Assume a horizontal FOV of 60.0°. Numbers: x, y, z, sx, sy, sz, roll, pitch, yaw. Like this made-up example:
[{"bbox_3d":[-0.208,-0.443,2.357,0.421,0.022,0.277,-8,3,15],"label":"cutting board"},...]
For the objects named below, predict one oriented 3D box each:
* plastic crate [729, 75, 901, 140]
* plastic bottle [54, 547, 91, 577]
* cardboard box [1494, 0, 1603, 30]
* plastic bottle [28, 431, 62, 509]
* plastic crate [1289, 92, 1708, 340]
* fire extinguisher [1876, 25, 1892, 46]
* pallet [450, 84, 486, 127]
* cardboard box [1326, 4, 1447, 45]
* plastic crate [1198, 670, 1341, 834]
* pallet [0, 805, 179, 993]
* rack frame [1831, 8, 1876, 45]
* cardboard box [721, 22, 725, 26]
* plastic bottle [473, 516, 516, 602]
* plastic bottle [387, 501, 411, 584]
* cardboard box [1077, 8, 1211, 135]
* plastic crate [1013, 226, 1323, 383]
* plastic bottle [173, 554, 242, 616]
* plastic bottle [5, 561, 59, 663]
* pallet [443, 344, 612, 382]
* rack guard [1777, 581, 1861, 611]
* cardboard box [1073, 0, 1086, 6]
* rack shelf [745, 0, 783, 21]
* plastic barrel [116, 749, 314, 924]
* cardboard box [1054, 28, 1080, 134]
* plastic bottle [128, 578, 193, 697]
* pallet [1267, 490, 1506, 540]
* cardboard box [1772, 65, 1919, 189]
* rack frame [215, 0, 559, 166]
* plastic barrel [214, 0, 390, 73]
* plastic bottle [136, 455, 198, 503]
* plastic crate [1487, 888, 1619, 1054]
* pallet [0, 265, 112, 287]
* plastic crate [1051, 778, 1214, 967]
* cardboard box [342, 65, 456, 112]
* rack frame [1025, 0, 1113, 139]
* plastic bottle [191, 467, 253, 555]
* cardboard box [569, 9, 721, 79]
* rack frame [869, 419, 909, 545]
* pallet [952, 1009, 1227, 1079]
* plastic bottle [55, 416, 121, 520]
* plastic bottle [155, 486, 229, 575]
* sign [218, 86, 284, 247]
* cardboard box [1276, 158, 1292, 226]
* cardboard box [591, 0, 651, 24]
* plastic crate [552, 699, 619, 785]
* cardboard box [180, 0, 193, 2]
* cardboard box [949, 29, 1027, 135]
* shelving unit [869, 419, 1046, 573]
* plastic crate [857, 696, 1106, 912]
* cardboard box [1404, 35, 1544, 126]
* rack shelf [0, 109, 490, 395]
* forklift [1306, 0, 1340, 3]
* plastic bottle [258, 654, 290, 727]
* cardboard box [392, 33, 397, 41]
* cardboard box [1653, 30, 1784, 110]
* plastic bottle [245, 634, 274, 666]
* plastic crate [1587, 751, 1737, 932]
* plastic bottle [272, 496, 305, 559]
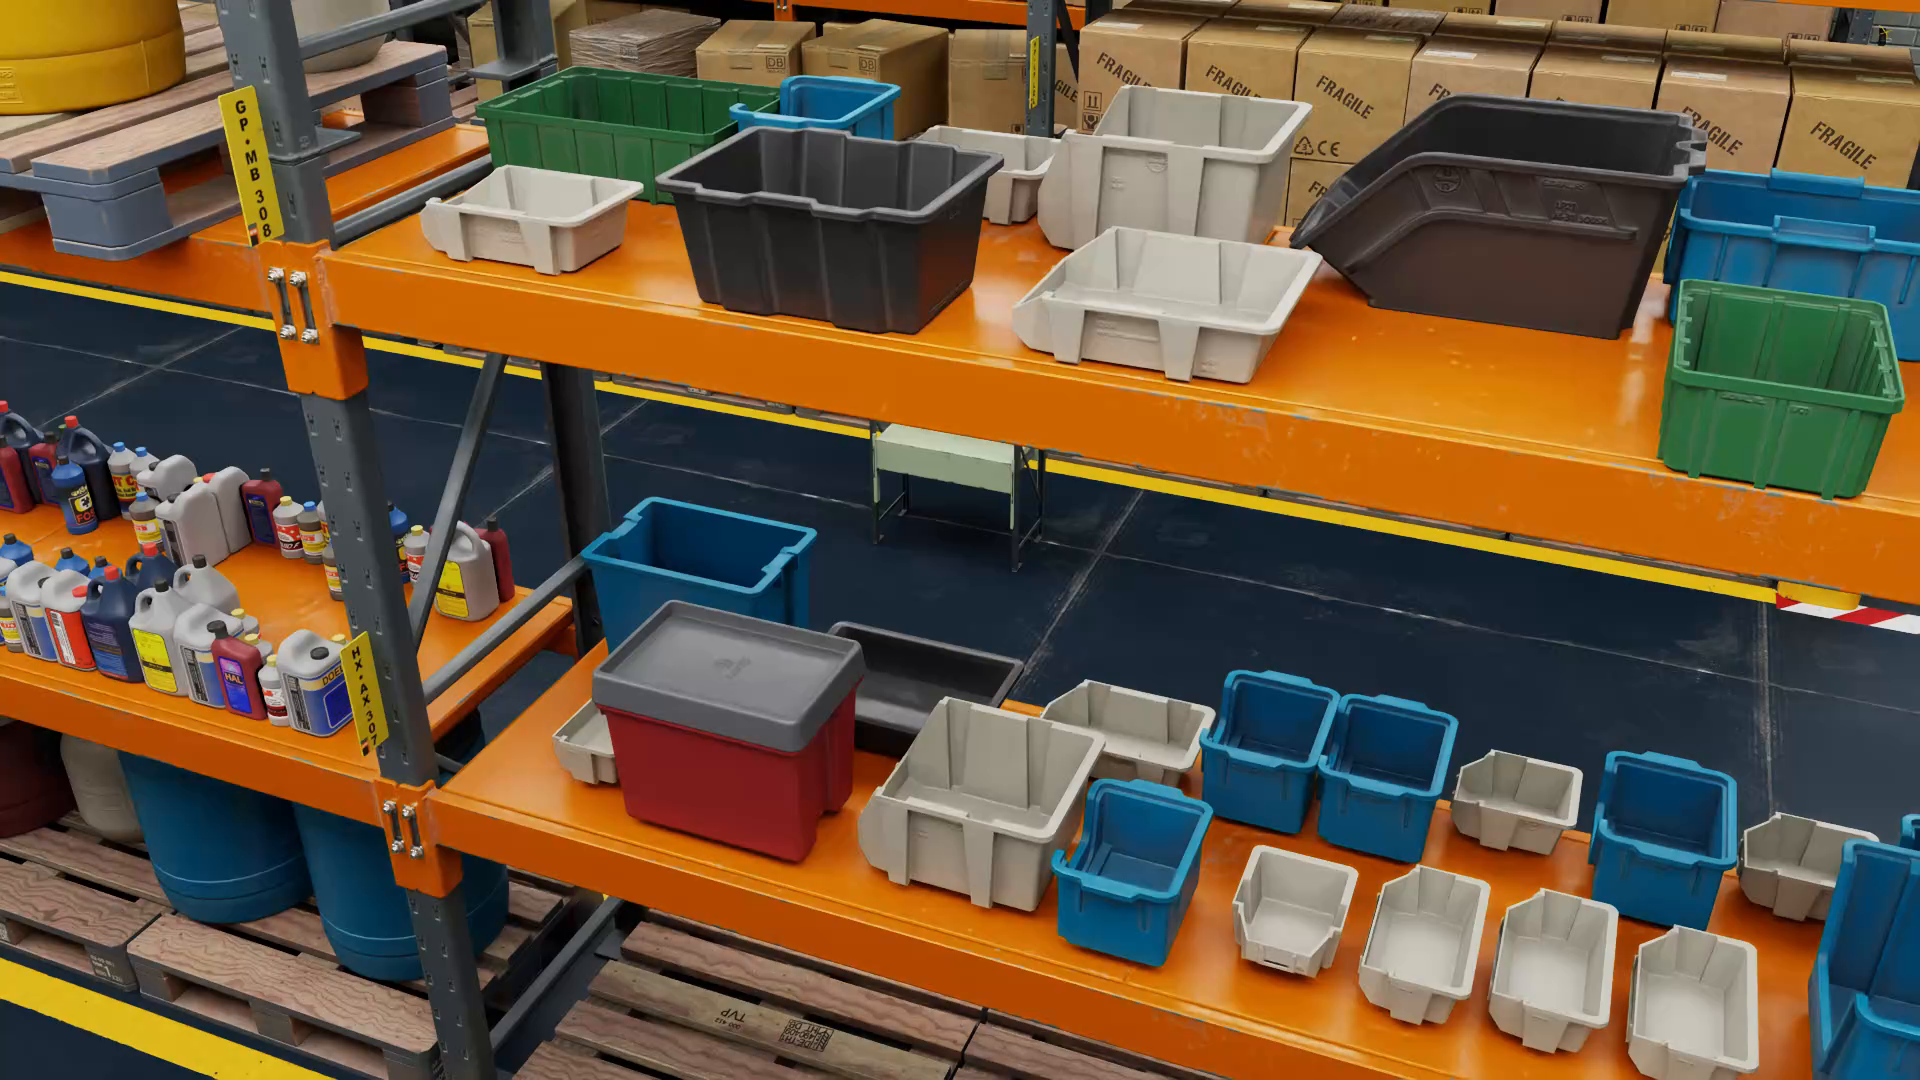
[{"bbox_3d":[-0.340,-0.947,3.999,0.300,0.233,0.416,11,31,19],"label":"plastic crate"},{"bbox_3d":[-2.691,0.147,5.072,0.097,0.271,0.097,0,29,0],"label":"plastic bottle"},{"bbox_3d":[4.270,-4.009,11.990,0.700,0.700,0.980,10,31,17],"label":"cardboard box"},{"bbox_3d":[-3.144,-0.248,5.759,0.133,0.283,0.061,11,31,19],"label":"plastic bottle"},{"bbox_3d":[1.091,-0.684,3.426,0.767,0.338,0.504,11,31,19],"label":"plastic crate"},{"bbox_3d":[6.094,-3.080,11.108,0.183,0.674,0.296,11,31,19],"label":"fire extinguisher"},{"bbox_3d":[-2.490,-2.558,9.922,1.003,0.211,1.213,11,31,19],"label":"pallet"},{"bbox_3d":[2.071,-2.311,8.173,0.500,0.500,0.500,12,31,20],"label":"cardboard box"},{"bbox_3d":[0.800,0.555,4.329,0.300,0.233,0.416,11,31,19],"label":"plastic crate"},{"bbox_3d":[-3.137,1.090,6.107,1.213,0.211,1.003,11,31,19],"label":"pallet"},{"bbox_3d":[6.128,-3.514,11.419,0.127,3.000,1.000,11,31,19],"label":"rack frame"},{"bbox_3d":[-2.406,-4.355,15.000,0.500,0.500,0.700,11,31,19],"label":"cardboard box"},{"bbox_3d":[-1.483,0.051,5.229,0.133,0.283,0.061,11,31,19],"label":"plastic bottle"},{"bbox_3d":[-1.811,0.001,5.331,0.097,0.271,0.097,0,29,0],"label":"plastic bottle"},{"bbox_3d":[0.893,-2.258,8.079,0.500,0.500,0.500,12,32,20],"label":"cardboard box"},{"bbox_3d":[0.395,-0.457,3.230,0.530,0.136,0.437,11,31,19],"label":"plastic crate"},{"bbox_3d":[-2.224,0.198,4.902,0.185,0.351,0.144,11,31,19],"label":"plastic bottle"},{"bbox_3d":[-2.721,0.206,4.964,0.135,0.276,0.152,11,31,19],"label":"plastic bottle"},{"bbox_3d":[-2.467,-1.365,10.451,1.213,0.211,1.003,11,31,19],"label":"pallet"},{"bbox_3d":[4.198,-0.181,8.062,0.348,0.500,1.175,11,31,19],"label":"rack guard"},{"bbox_3d":[1.067,-4.289,13.025,0.250,0.149,0.380,11,31,19],"label":"cardboard box"},{"bbox_3d":[-3.139,-5.051,14.869,4.000,0.370,1.077,11,31,19],"label":"rack shelf"},{"bbox_3d":[-2.458,0.754,5.573,0.708,0.901,0.600,11,31,19],"label":"plastic barrel"},{"bbox_3d":[0.945,-3.725,13.550,0.750,0.750,0.750,12,32,21],"label":"cardboard box"},{"bbox_3d":[-2.278,0.264,4.785,0.185,0.351,0.144,11,31,19],"label":"plastic bottle"},{"bbox_3d":[2.333,-0.428,8.794,1.213,0.211,1.003,11,31,19],"label":"pallet"},{"bbox_3d":[3.753,-1.691,7.075,0.500,0.500,0.500,11,31,19],"label":"cardboard box"},{"bbox_3d":[-1.304,-2.349,3.260,0.127,3.000,1.000,11,31,19],"label":"rack frame"},{"bbox_3d":[-1.697,-1.496,4.236,0.433,0.535,0.433,0,29,0],"label":"plastic barrel"},{"bbox_3d":[-2.662,-0.157,5.605,0.135,0.276,0.152,11,31,19],"label":"plastic bottle"},{"bbox_3d":[1.316,0.963,3.705,0.243,0.136,0.396,11,31,19],"label":"plastic crate"},{"bbox_3d":[-6.154,-2.142,11.826,1.213,0.211,1.003,11,31,19],"label":"pallet"},{"bbox_3d":[0.403,0.787,3.919,0.300,0.233,0.416,11,31,19],"label":"plastic crate"},{"bbox_3d":[-3.465,-2.783,10.216,0.500,0.311,0.500,13,32,22],"label":"cardboard box"},{"bbox_3d":[0.562,-1.995,8.731,0.127,3.000,1.000,11,31,19],"label":"rack frame"},{"bbox_3d":[-2.447,-0.114,5.529,0.135,0.276,0.152,11,31,19],"label":"plastic bottle"},{"bbox_3d":[-1.743,-2.640,9.344,0.500,0.500,0.700,18,34,28],"label":"cardboard box"},{"bbox_3d":[-0.345,-0.722,8.003,0.023,1.500,0.400,11,31,19],"label":"rack frame"},{"bbox_3d":[0.527,1.820,4.815,1.213,0.211,1.003,11,31,19],"label":"pallet"},{"bbox_3d":[-2.989,-0.256,5.705,0.185,0.351,0.144,11,31,19],"label":"plastic bottle"},{"bbox_3d":[-2.505,-0.044,5.406,0.135,0.276,0.152,11,31,19],"label":"plastic bottle"},{"bbox_3d":[-1.512,-0.796,3.553,0.005,0.325,0.100,11,31,19],"label":"sign"},{"bbox_3d":[1.408,-1.727,8.155,0.500,0.500,0.500,12,32,20],"label":"cardboard box"},{"bbox_3d":[-2.955,-4.760,14.955,0.500,0.250,0.500,11,31,19],"label":"cardboard box"},{"bbox_3d":[-0.926,0.503,4.519,0.243,0.136,0.396,11,31,19],"label":"plastic crate"},{"bbox_3d":[-8.091,-5.326,16.910,0.500,0.311,0.500,8,30,13],"label":"cardboard box"},{"bbox_3d":[0.207,-2.411,8.938,0.500,0.500,0.700,1,30,2],"label":"cardboard box"},{"bbox_3d":[-0.006,-0.654,7.883,0.755,1.500,0.431,11,31,19],"label":"shelving unit"},{"bbox_3d":[0.042,0.655,4.102,0.530,0.282,0.437,11,31,19],"label":"plastic crate"},{"bbox_3d":[2.326,-1.972,7.574,0.500,0.500,0.500,12,32,21],"label":"cardboard box"},{"bbox_3d":[-3.157,-1.100,4.830,4.000,0.370,1.077,11,31,19],"label":"rack shelf"},{"bbox_3d":[1.686,-3.246,11.014,1.130,2.935,3.031,-16,33,-25],"label":"forklift"},{"bbox_3d":[-1.908,0.415,4.669,0.097,0.201,0.097,0,29,0],"label":"plastic bottle"},{"bbox_3d":[-5.499,-4.778,16.086,0.250,0.166,0.380,7,30,13],"label":"cardboard box"},{"bbox_3d":[3.469,-2.029,7.674,0.500,0.500,0.500,12,31,20],"label":"cardboard box"},{"bbox_3d":[-2.009,0.363,4.762,0.097,0.201,0.097,0,29,0],"label":"plastic bottle"},{"bbox_3d":[1.688,0.732,4.015,0.300,0.233,0.416,11,31,19],"label":"plastic crate"},{"bbox_3d":[-2.206,-0.048,5.488,0.097,0.201,0.097,0,29,0],"label":"plastic bottle"}]
